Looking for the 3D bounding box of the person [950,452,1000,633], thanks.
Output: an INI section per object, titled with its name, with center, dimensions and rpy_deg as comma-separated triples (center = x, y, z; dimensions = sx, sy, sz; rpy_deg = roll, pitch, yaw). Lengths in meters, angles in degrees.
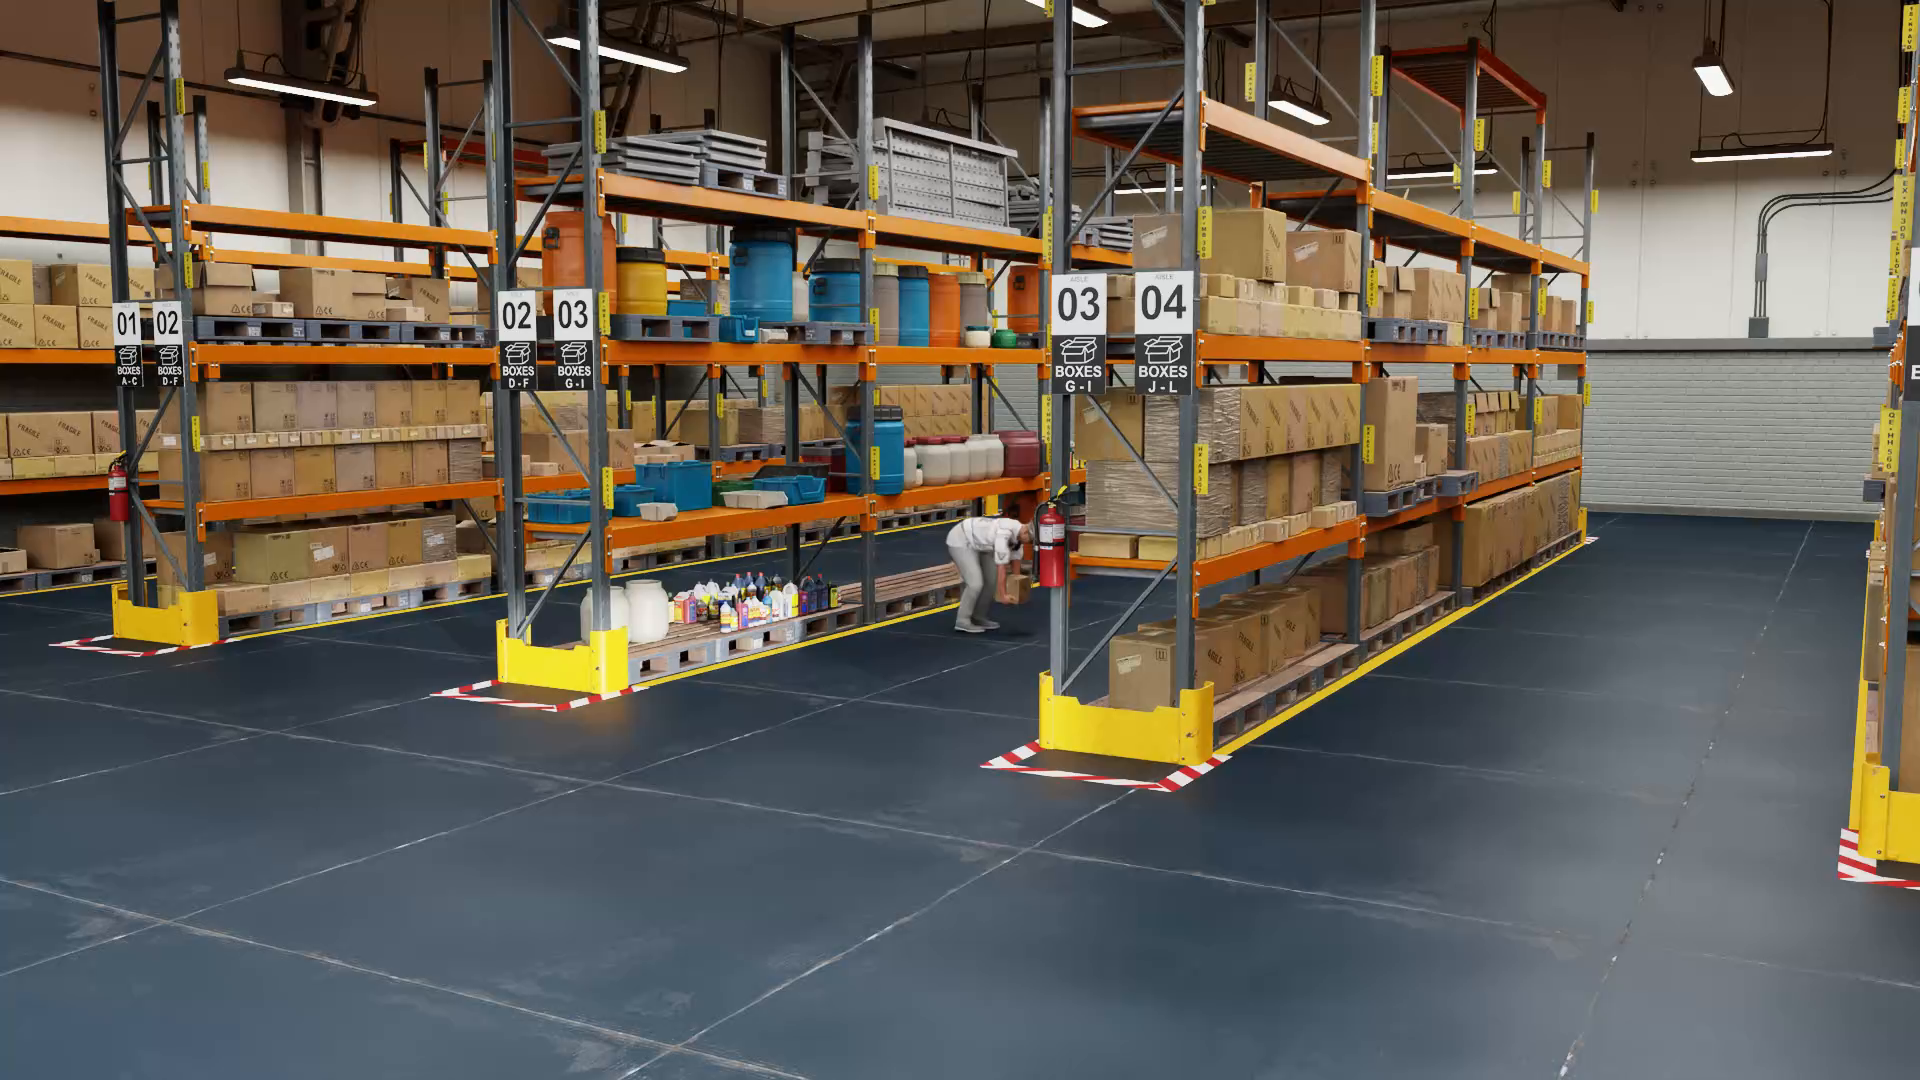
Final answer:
[person]
center = 0.208, 0.016, 16.385
dimensions = 0.571, 1.761, 0.494
rpy_deg = 3, 7, 30
